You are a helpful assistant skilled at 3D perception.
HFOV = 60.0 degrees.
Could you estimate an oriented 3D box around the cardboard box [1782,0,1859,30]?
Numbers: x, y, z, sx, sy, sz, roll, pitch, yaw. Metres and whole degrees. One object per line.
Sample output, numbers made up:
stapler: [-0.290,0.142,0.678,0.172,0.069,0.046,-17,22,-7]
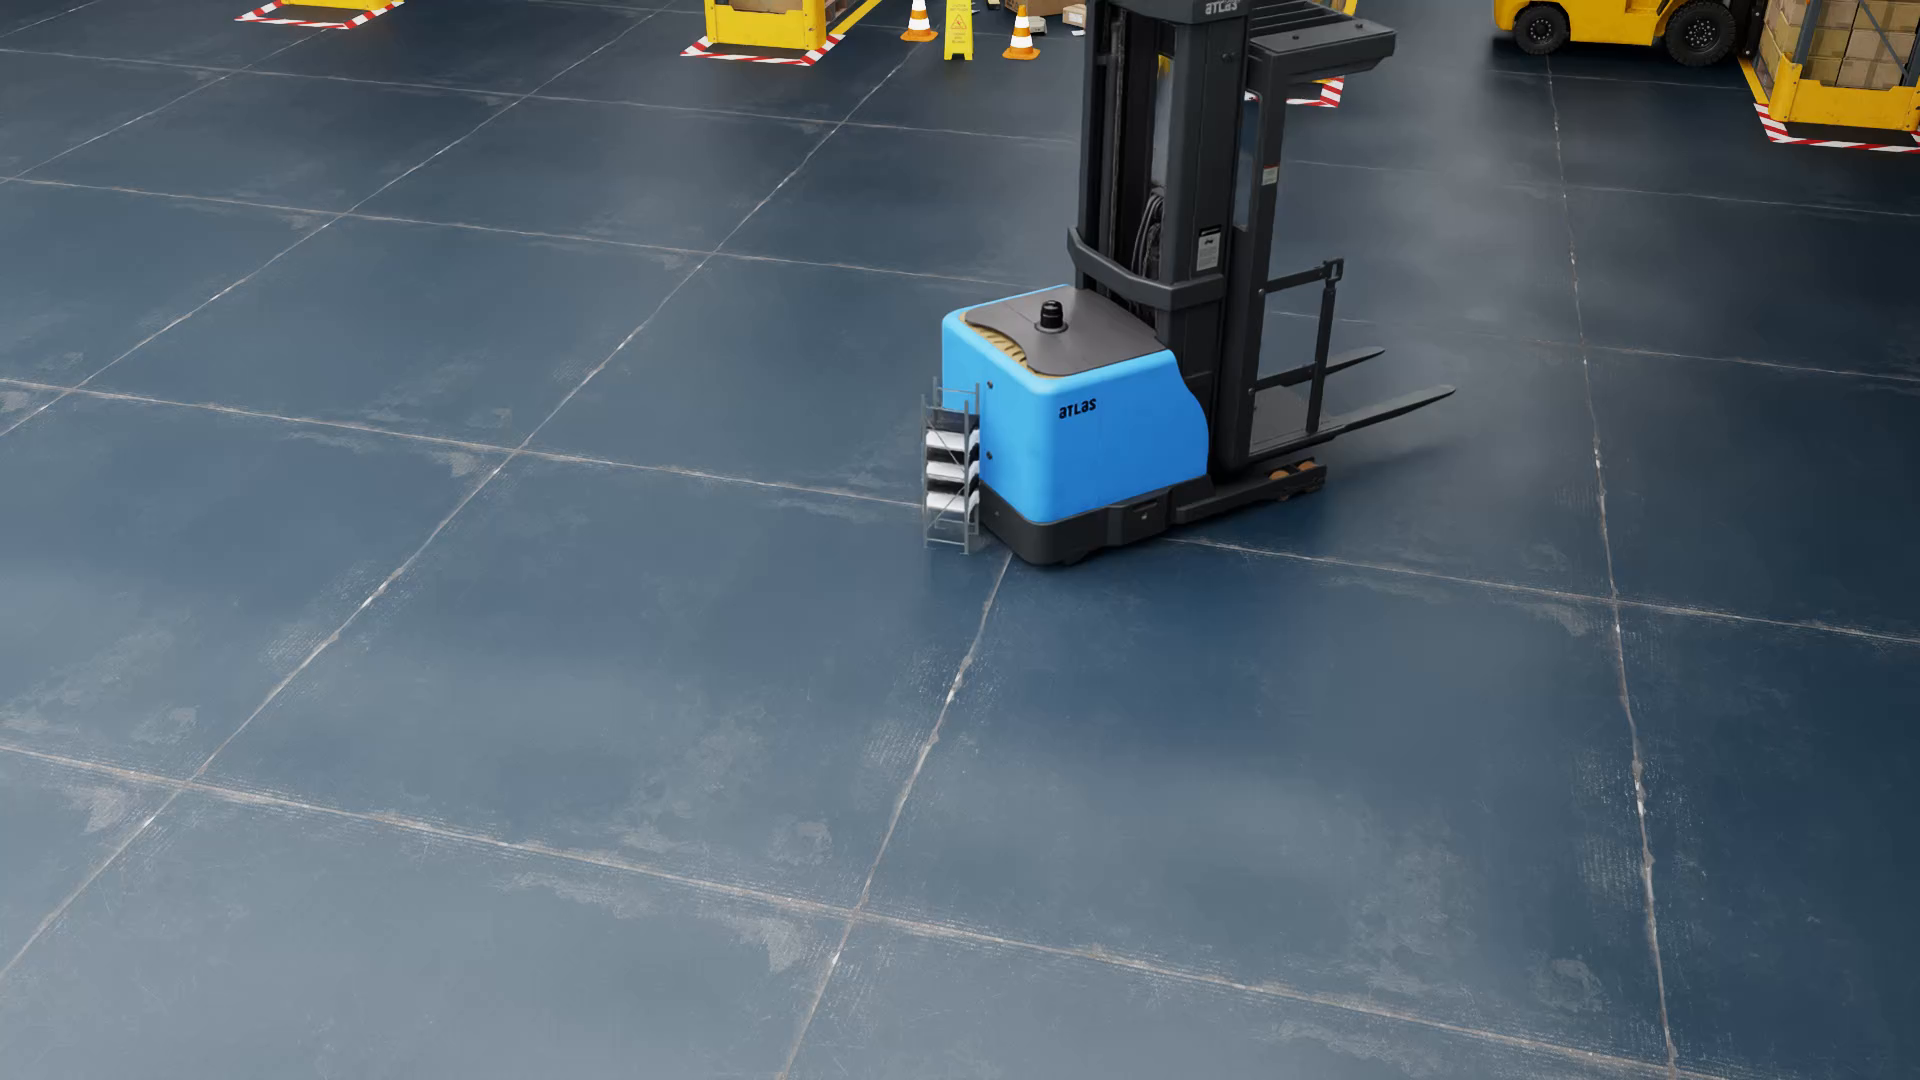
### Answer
cardboard box: [7.515,-4.667,14.534,0.500,0.250,0.500,9,34,14]

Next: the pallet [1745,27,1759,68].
pallet: [8.165,-4.803,16.109,1.003,0.211,1.213,8,33,12]

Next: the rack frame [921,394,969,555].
rack frame: [-0.074,-0.319,8.413,0.240,0.900,0.006,9,33,14]

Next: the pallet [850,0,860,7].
pallet: [-1.477,-6.122,18.183,1.003,0.211,1.213,8,33,12]

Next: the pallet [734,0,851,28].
pallet: [-1.789,-5.491,17.190,1.003,0.211,1.213,8,33,12]

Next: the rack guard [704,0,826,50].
rack guard: [-1.922,-5.174,16.423,1.175,0.500,0.348,8,33,12]

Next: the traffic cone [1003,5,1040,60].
traffic cone: [0.599,-4.923,16.063,0.336,0.463,0.334,8,33,12]

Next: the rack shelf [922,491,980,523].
rack shelf: [-0.046,-0.191,8.610,0.258,0.077,0.200,9,33,14]

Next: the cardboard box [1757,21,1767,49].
cardboard box: [7.784,-4.765,15.621,0.500,0.250,0.500,8,33,13]

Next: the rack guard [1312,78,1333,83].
rack guard: [2.917,-4.605,15.527,1.175,0.500,0.348,8,33,12]

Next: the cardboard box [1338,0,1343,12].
cardboard box: [3.507,-5.282,16.434,0.500,0.250,0.500,9,34,14]

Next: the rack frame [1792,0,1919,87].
rack frame: [7.700,-4.946,13.735,1.000,3.000,0.127,8,33,12]

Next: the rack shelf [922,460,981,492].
rack shelf: [-0.046,-0.343,8.513,0.258,0.077,0.200,9,33,14]

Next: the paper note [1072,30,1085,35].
paper note: [1.212,-5.129,16.789,0.148,0.019,0.142,-3,33,-4]

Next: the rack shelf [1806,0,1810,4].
rack shelf: [8.207,-5.681,15.560,1.077,0.370,4.000,8,33,12]

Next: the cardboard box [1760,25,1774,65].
cardboard box: [7.649,-4.507,15.215,0.500,0.250,0.500,8,33,12]

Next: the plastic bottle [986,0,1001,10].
plastic bottle: [0.350,-5.700,17.659,0.133,0.061,0.283,-3,33,-4]

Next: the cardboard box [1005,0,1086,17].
cardboard box: [0.894,-5.823,17.441,0.797,0.503,0.637,-14,35,-21]

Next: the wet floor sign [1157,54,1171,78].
wet floor sign: [1.814,-4.674,15.501,0.267,0.644,0.232,20,38,29]

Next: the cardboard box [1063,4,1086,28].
cardboard box: [1.276,-5.372,17.062,0.380,0.149,0.250,28,42,36]

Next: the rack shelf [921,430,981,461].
rack shelf: [-0.046,-0.495,8.417,0.258,0.077,0.200,9,33,14]

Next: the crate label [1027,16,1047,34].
crate label: [0.738,-5.202,16.805,0.250,0.136,0.298,-8,33,-13]

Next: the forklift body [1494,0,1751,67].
forklift body: [6.416,-5.821,15.901,2.313,2.155,1.214,8,33,12]

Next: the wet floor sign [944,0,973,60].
wet floor sign: [-0.008,-4.964,15.956,0.267,0.644,0.232,3,33,4]

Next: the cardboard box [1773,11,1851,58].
cardboard box: [7.521,-4.469,14.690,0.500,0.250,0.500,8,33,12]

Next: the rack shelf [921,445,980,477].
rack shelf: [-0.046,-0.419,8.465,0.258,0.077,0.200,9,33,14]

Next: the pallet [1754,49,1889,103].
pallet: [7.853,-4.172,15.116,1.003,0.211,1.213,8,33,12]

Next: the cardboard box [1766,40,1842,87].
cardboard box: [7.513,-4.250,14.811,0.500,0.250,0.500,8,33,13]

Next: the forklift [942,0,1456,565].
forklift: [1.427,-1.678,8.658,3.031,2.935,1.130,-17,36,-25]

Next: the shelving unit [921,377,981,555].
shelving unit: [-0.046,-0.371,8.496,0.258,0.900,0.210,9,33,14]

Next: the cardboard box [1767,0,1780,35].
cardboard box: [7.658,-4.728,15.097,0.500,0.250,0.500,8,33,12]

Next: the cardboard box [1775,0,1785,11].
cardboard box: [7.639,-4.932,14.952,0.500,0.250,0.500,9,33,13]

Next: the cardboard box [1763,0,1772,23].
cardboard box: [7.769,-4.999,15.523,0.500,0.250,0.500,7,33,11]

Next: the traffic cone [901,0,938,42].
traffic cone: [-0.408,-5.253,16.582,0.336,0.463,0.334,8,33,12]

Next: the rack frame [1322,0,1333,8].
rack frame: [2.898,-5.620,14.795,1.000,3.000,0.127,8,33,12]

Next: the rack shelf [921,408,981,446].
rack shelf: [-0.046,-0.571,8.369,0.258,0.077,0.200,9,33,14]

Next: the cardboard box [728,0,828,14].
cardboard box: [-1.808,-5.883,16.798,0.875,0.875,0.875,8,33,13]

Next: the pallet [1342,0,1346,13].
pallet: [3.469,-5.531,17.253,1.003,0.211,1.213,8,33,12]

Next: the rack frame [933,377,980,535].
rack frame: [-0.017,-0.424,8.578,0.240,0.900,0.006,9,33,14]

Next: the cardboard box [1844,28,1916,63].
cardboard box: [8.020,-4.390,14.565,0.500,0.250,0.500,9,33,13]

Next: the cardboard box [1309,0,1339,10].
cardboard box: [3.375,-5.347,15.837,0.500,0.500,0.500,7,33,11]

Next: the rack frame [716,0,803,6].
rack frame: [-1.916,-6.242,15.772,1.000,3.000,0.127,8,33,12]

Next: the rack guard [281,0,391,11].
rack guard: [-6.669,-5.954,17.650,1.175,0.500,0.348,8,33,12]

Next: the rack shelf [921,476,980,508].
rack shelf: [-0.046,-0.267,8.562,0.258,0.077,0.200,9,33,14]

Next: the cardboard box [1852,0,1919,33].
cardboard box: [8.005,-4.609,14.443,0.500,0.250,0.500,8,33,12]

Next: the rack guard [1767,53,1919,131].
rack guard: [7.694,-3.879,14.386,1.175,0.500,0.348,8,33,12]

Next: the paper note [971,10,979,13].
paper note: [0.113,-5.549,17.452,0.144,0.017,0.142,20,38,29]

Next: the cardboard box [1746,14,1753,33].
cardboard box: [7.894,-5.038,16.050,0.500,0.250,0.500,9,34,14]

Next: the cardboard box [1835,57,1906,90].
cardboard box: [8.013,-4.192,14.719,0.500,0.250,0.500,8,33,13]
